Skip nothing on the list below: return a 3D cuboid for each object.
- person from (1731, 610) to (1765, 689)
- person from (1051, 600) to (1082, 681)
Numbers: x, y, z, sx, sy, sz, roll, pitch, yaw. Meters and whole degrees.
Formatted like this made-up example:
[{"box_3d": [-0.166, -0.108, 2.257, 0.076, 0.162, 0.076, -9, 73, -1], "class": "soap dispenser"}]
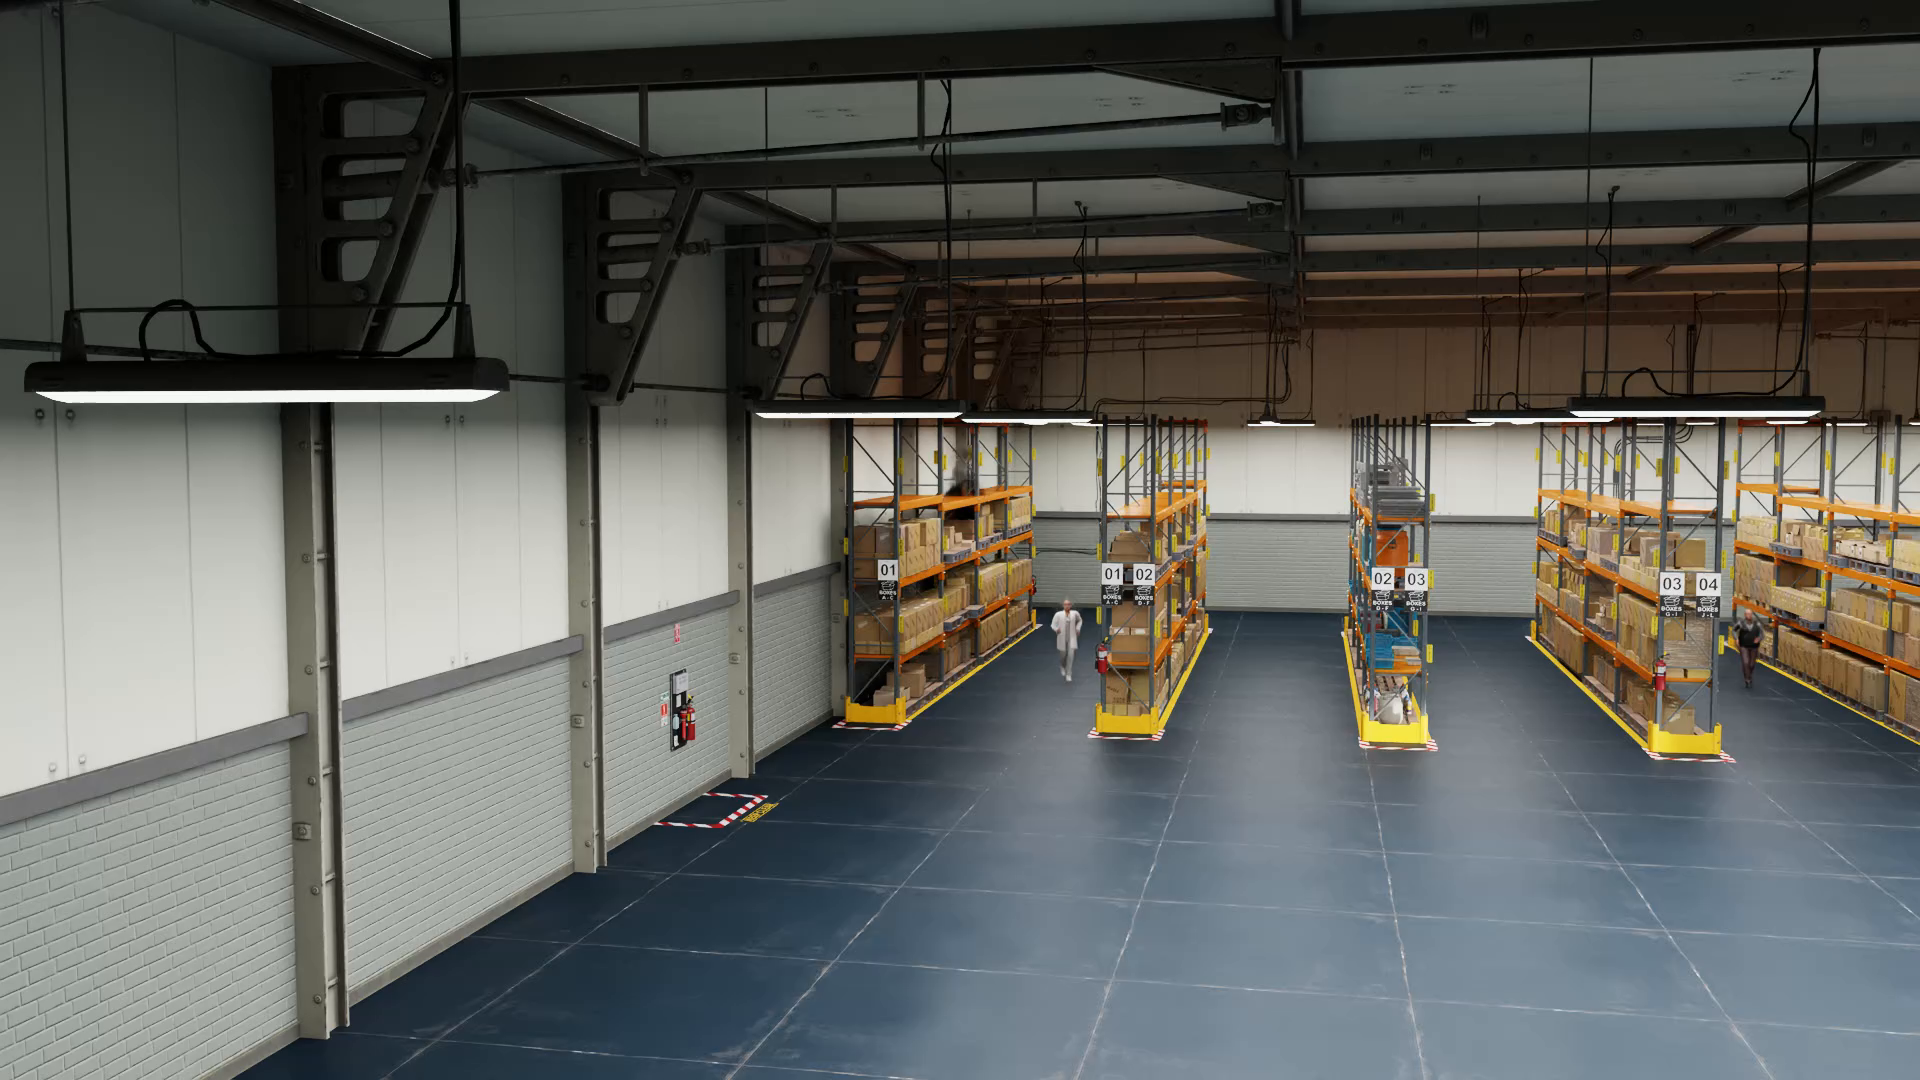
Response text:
[{"box_3d": [17.482, 2.396, 36.885, 0.671, 1.709, 0.913, 1, 4, 13], "class": "person"}, {"box_3d": [2.397, 2.327, 37.209, 0.712, 1.564, 0.961, 0, 4, 0], "class": "person"}]
